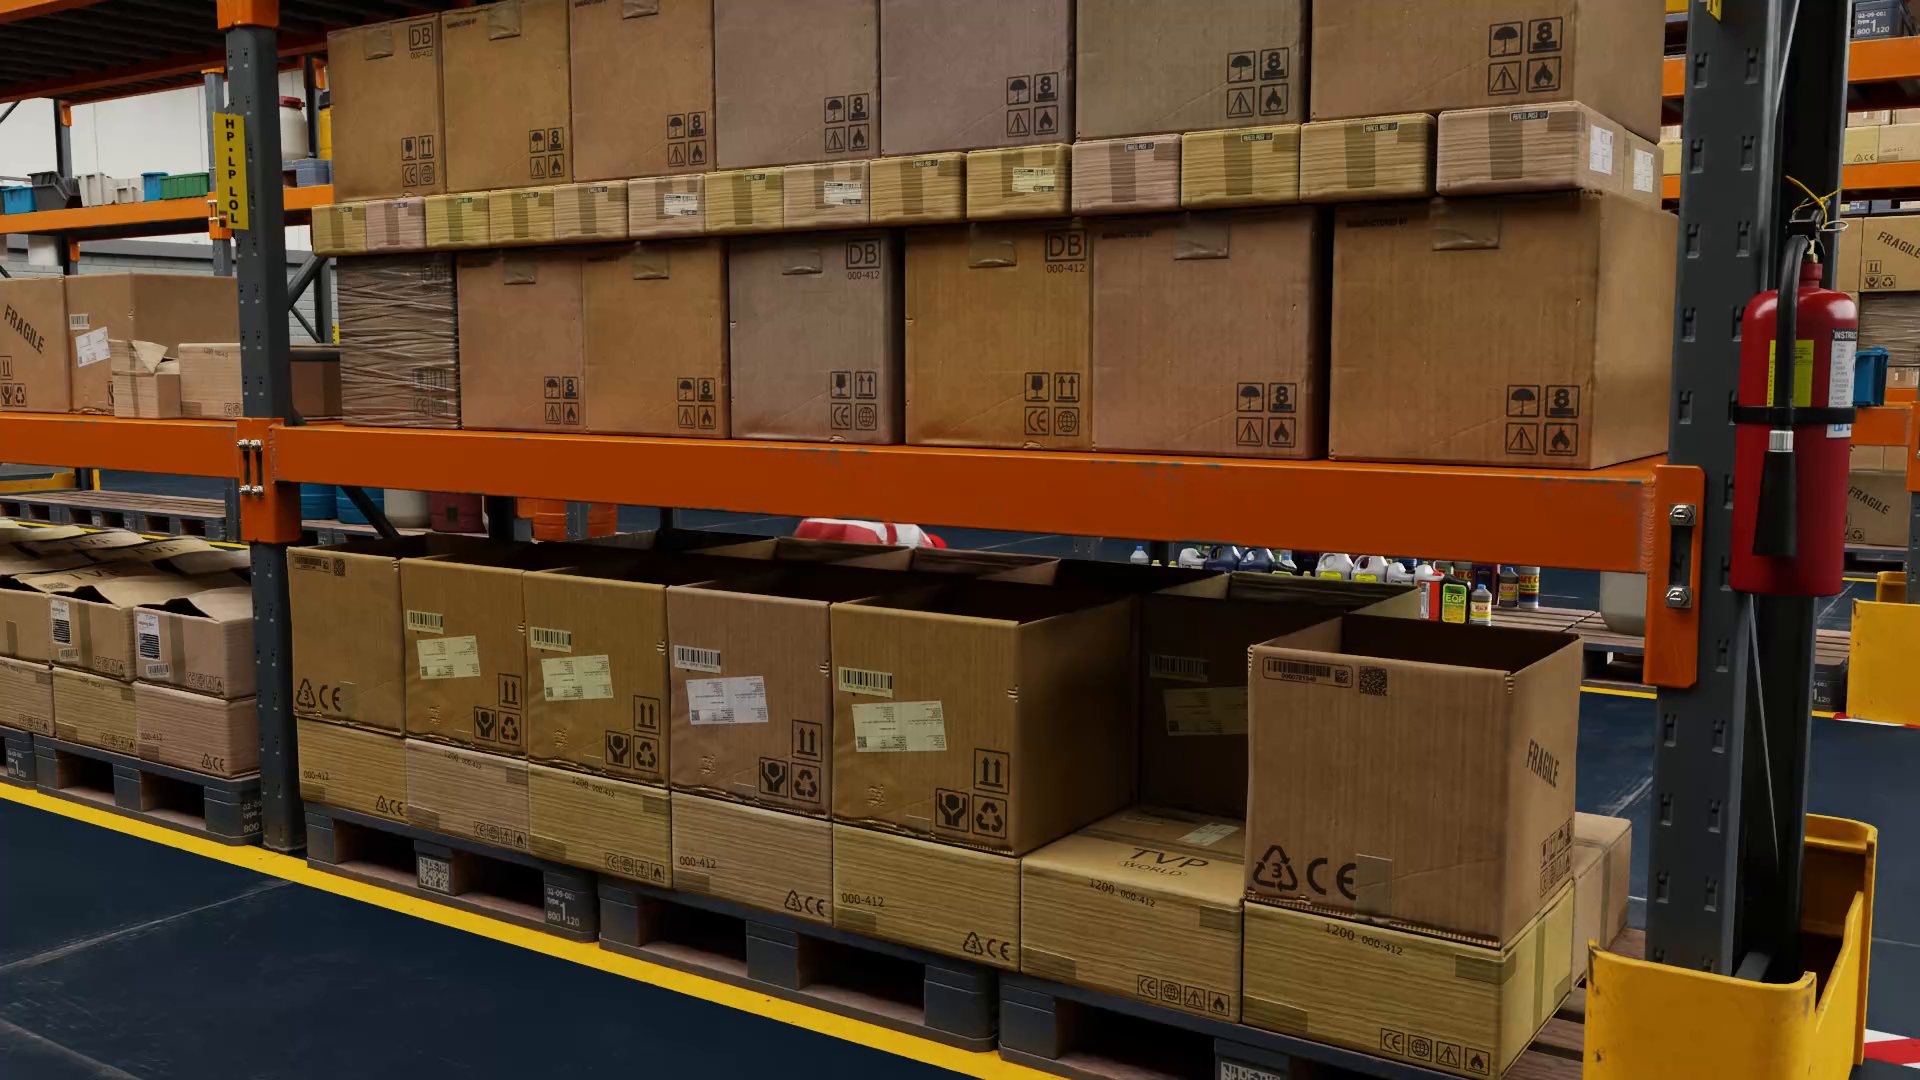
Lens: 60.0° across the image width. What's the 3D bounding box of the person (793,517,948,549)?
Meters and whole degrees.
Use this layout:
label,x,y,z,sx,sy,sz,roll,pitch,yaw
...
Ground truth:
label,x,y,z,sx,sy,sz,roll,pitch,yaw
person,-0.336,0.285,7.075,0.536,0.923,0.953,4,7,31
